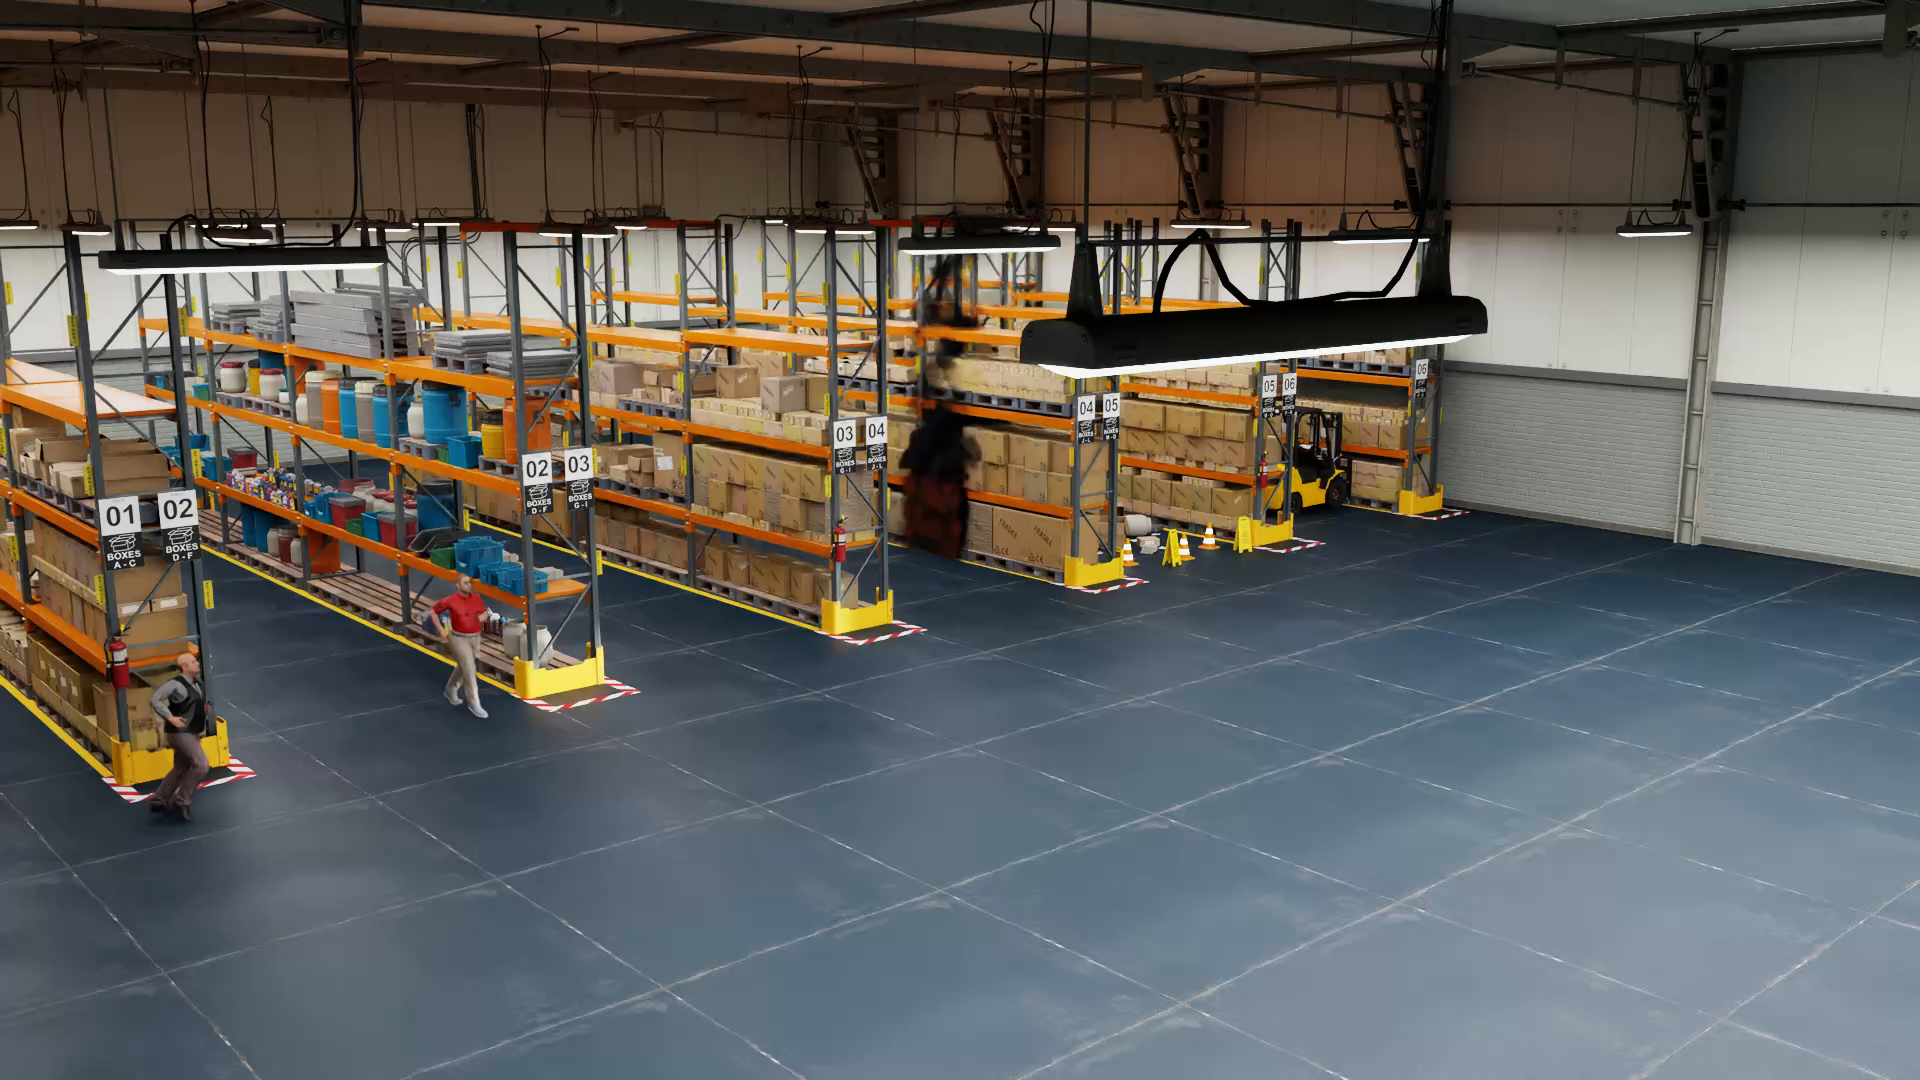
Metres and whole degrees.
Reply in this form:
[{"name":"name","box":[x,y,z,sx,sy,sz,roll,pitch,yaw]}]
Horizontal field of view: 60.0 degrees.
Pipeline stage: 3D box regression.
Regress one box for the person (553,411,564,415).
[{"name":"person","box":[-9.420,-2.202,38.664,0.682,1.636,0.890,-6,13,-28]}]

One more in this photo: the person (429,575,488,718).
[{"name":"person","box":[-6.207,1.293,20.968,0.920,1.724,0.641,7,13,30]}]

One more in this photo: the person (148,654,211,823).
[{"name":"person","box":[-8.184,2.071,17.477,0.658,1.707,0.713,-1,11,-5]}]
